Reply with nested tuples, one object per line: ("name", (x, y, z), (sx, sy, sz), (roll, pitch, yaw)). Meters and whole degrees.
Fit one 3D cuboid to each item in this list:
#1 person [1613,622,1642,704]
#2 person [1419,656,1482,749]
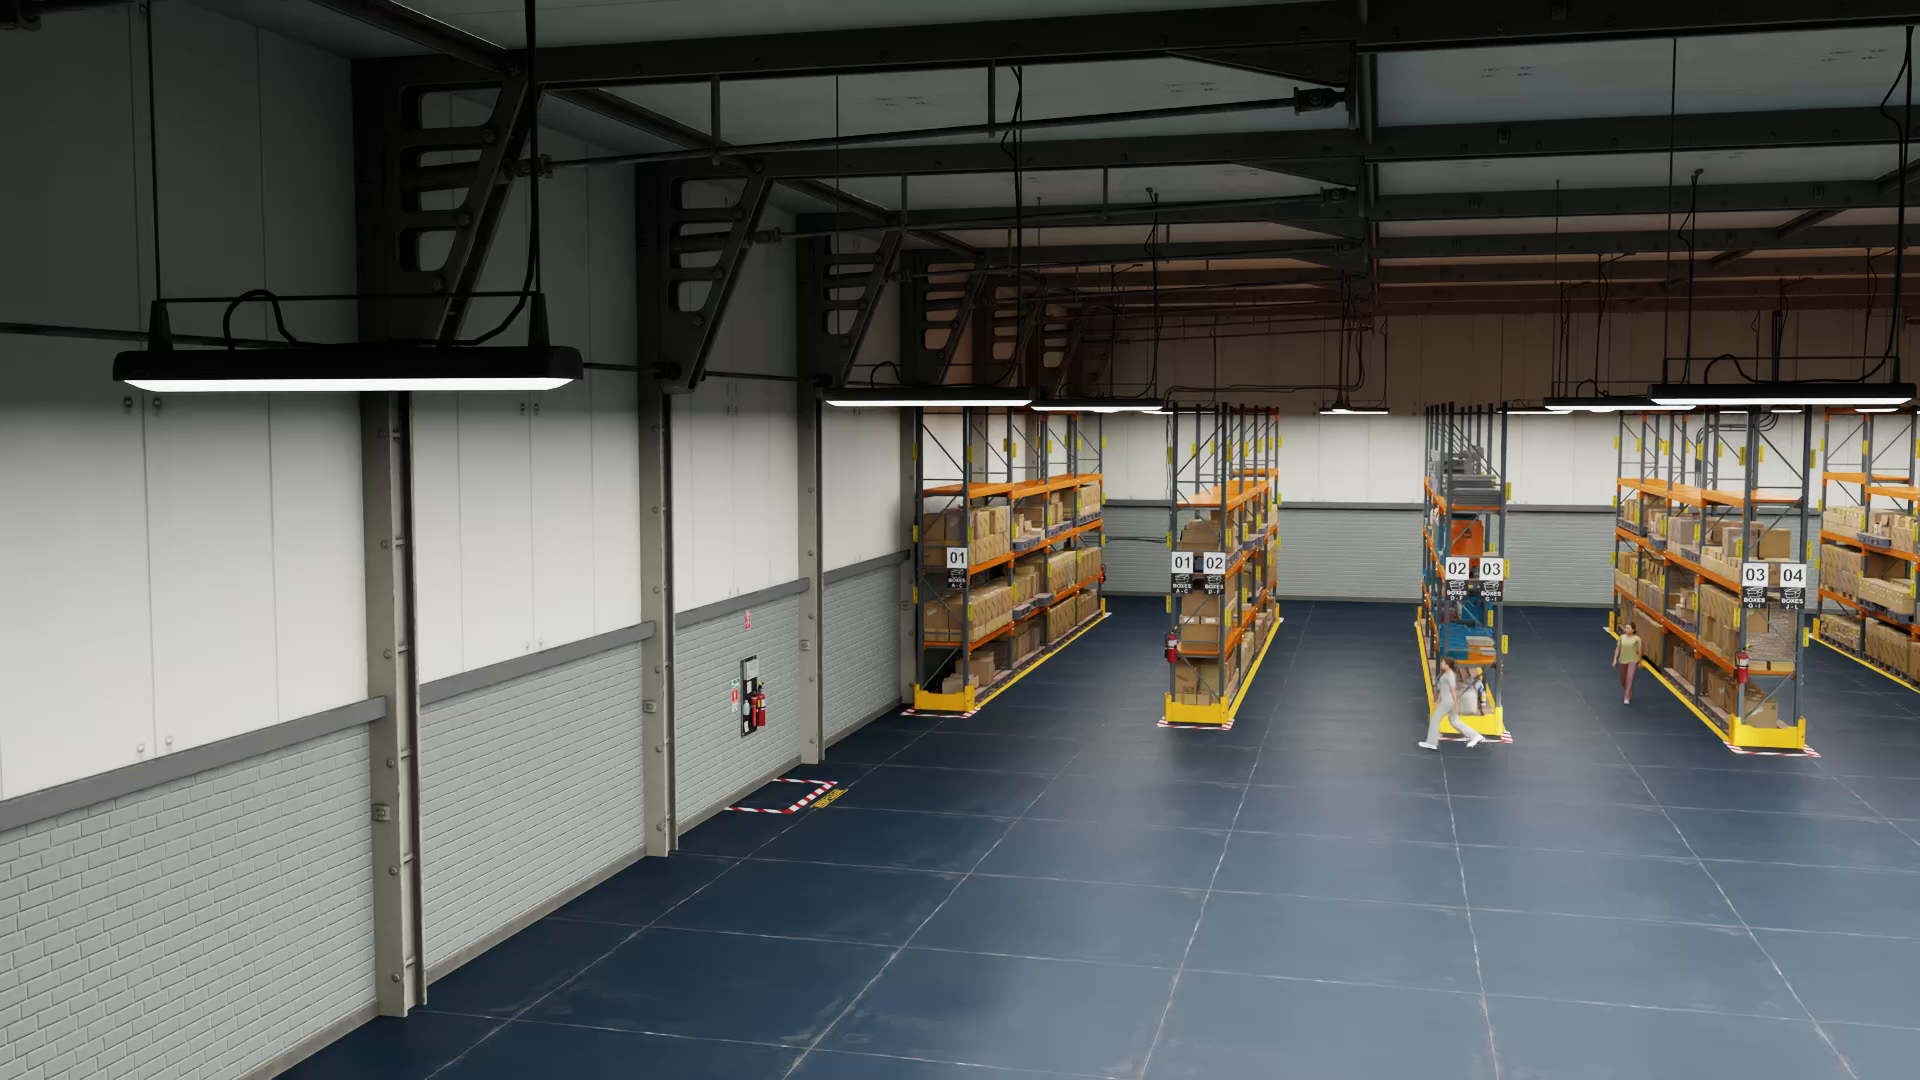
("person", (13.359, 2.443, 33.293), (0.521, 1.621, 1.023), (3, 5, 34))
("person", (8.450, 2.800, 28.597), (1.048, 1.611, 0.473), (1, 4, 19))
